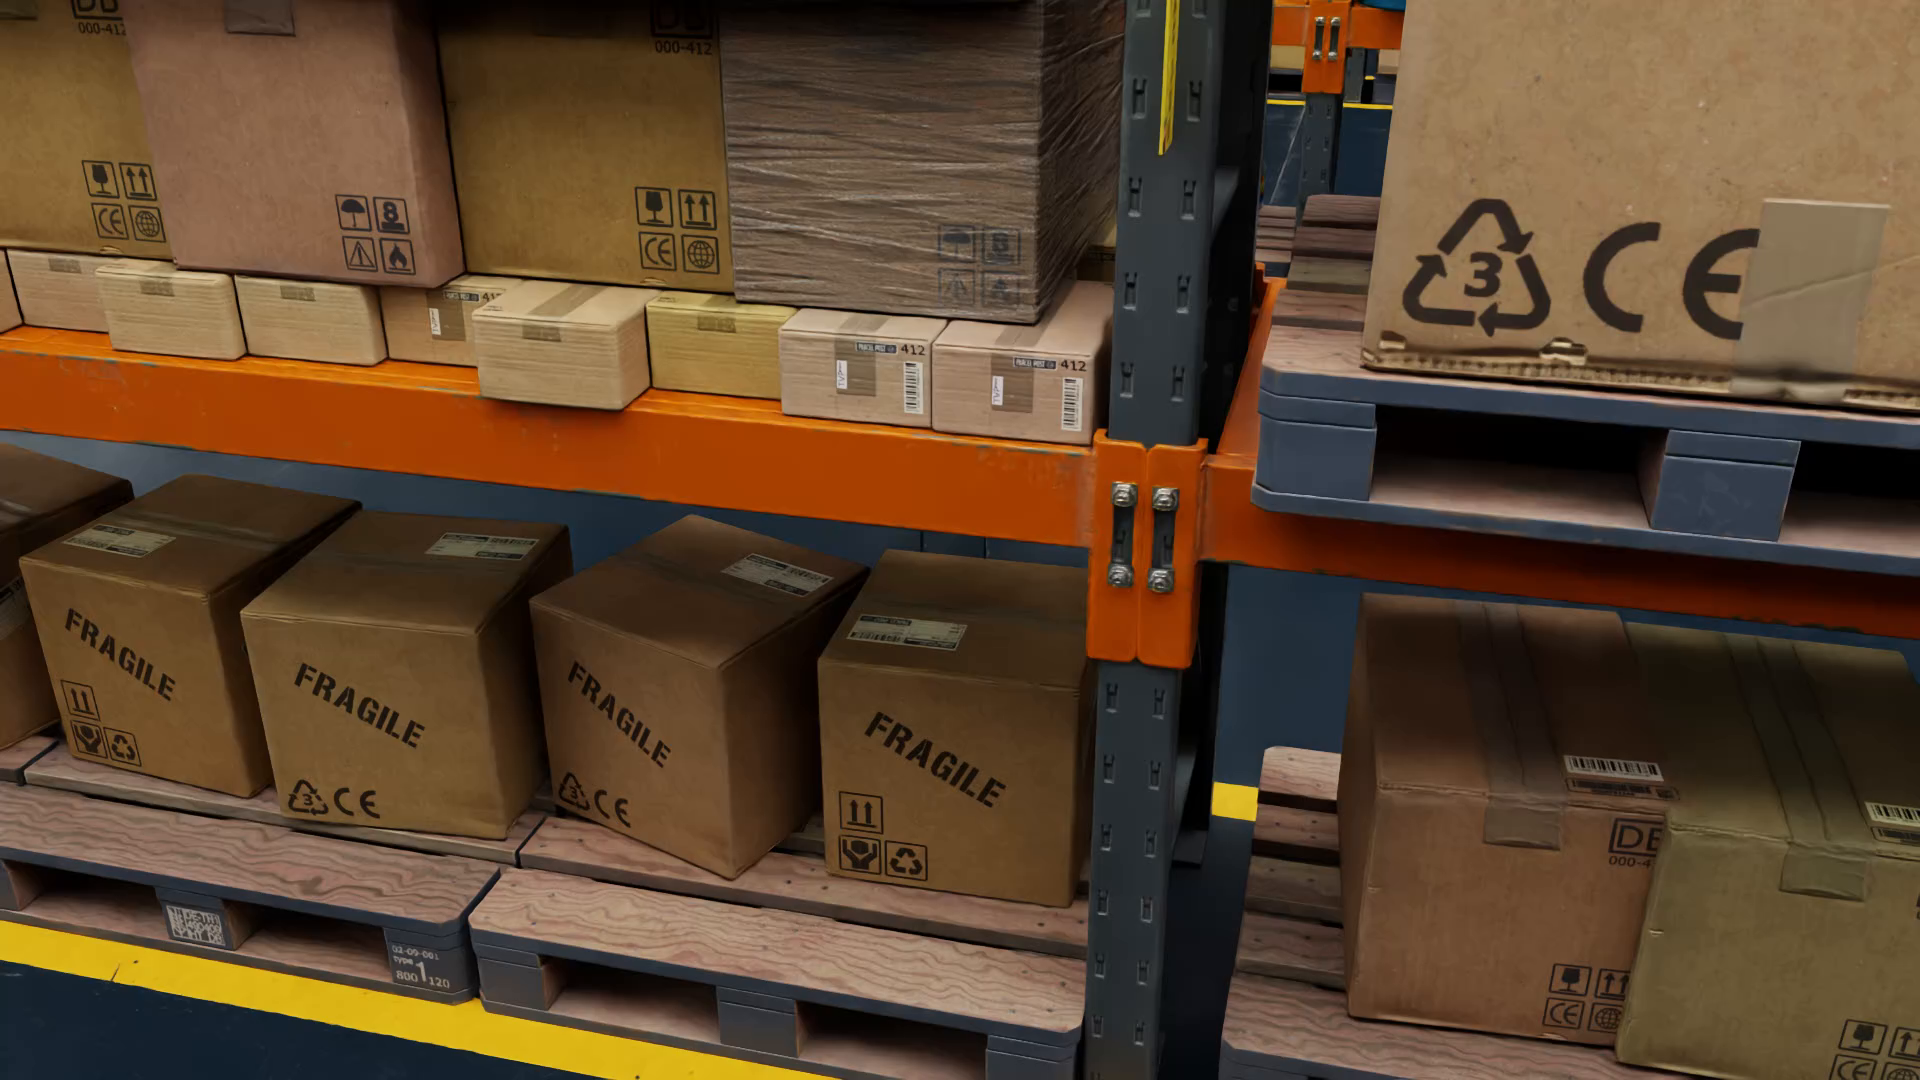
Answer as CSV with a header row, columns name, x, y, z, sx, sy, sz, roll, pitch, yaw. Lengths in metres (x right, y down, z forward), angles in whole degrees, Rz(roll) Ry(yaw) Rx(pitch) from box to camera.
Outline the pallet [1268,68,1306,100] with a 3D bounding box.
name,x,y,z,sx,sy,sz,roll,pitch,yaw
pallet,2.116,-3.478,12.309,1.213,0.211,1.003,6,26,13

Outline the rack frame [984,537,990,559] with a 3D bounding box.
name,x,y,z,sx,sy,sz,roll,pitch,yaw
rack frame,0.106,-0.395,5.032,0.006,0.900,0.240,6,26,13

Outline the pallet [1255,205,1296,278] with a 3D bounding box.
name,x,y,z,sx,sy,sz,roll,pitch,yaw
pallet,0.999,-1.402,7.950,1.213,0.211,1.003,6,26,13

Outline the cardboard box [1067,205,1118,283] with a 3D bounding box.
name,x,y,z,sx,sy,sz,roll,pitch,yaw
cardboard box,0.272,-0.545,3.198,0.250,0.149,0.380,6,26,13

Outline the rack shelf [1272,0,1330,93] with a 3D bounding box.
name,x,y,z,sx,sy,sz,roll,pitch,yaw
rack shelf,-0.298,-2.462,7.768,4.000,0.370,1.077,6,26,13

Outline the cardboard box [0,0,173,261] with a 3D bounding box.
name,x,y,z,sx,sy,sz,roll,pitch,yaw
cardboard box,-1.474,-0.914,3.218,0.500,0.500,0.875,6,26,13

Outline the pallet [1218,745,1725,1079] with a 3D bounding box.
name,x,y,z,sx,sy,sz,roll,pitch,yaw
pallet,1.160,0.831,3.258,1.213,0.211,1.003,6,26,13

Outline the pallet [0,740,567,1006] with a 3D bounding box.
name,x,y,z,sx,sy,sz,roll,pitch,yaw
pallet,-1.439,0.562,3.824,1.213,0.211,1.003,6,26,13

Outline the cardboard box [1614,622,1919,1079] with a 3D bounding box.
name,x,y,z,sx,sy,sz,roll,pitch,yaw
cardboard box,1.452,0.553,2.994,0.500,0.500,0.700,6,26,13

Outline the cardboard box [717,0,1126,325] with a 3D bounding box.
name,x,y,z,sx,sy,sz,roll,pitch,yaw
cardboard box,-0.015,-0.764,2.902,0.500,0.500,0.875,6,26,13

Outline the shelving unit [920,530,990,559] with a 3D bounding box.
name,x,y,z,sx,sy,sz,roll,pitch,yaw
shelving unit,0.008,-0.405,5.055,0.210,0.900,0.258,6,26,13

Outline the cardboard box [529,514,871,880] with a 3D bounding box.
name,x,y,z,sx,sy,sz,roll,pitch,yaw
cardboard box,-0.529,0.311,3.526,0.500,0.500,0.500,15,30,29

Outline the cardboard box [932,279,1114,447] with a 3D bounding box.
name,x,y,z,sx,sy,sz,roll,pitch,yaw
cardboard box,0.124,-0.297,2.678,0.250,0.149,0.380,6,26,13

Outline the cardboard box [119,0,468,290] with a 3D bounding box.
name,x,y,z,sx,sy,sz,roll,pitch,yaw
cardboard box,-1.000,-0.843,3.070,0.500,0.500,0.875,6,26,13

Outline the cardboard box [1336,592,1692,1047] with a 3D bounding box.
name,x,y,z,sx,sy,sz,roll,pitch,yaw
cardboard box,0.994,0.494,3.118,0.500,0.500,0.700,4,26,9

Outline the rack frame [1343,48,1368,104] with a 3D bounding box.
name,x,y,z,sx,sy,sz,roll,pitch,yaw
rack frame,2.876,-4.634,11.494,0.127,3.000,1.000,6,26,13

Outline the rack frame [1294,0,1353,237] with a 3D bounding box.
name,x,y,z,sx,sy,sz,roll,pitch,yaw
rack frame,1.639,-2.572,7.163,0.127,3.000,1.000,6,26,13

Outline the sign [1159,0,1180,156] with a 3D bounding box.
name,x,y,z,sx,sy,sz,roll,pitch,yaw
sign,0.277,-0.674,2.170,0.005,0.325,0.100,6,26,13

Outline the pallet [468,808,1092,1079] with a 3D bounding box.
name,x,y,z,sx,sy,sz,roll,pitch,yaw
pallet,-0.254,0.692,3.552,1.213,0.211,1.003,6,26,13

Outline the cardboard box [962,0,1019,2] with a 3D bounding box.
name,x,y,z,sx,sy,sz,roll,pitch,yaw
cardboard box,-0.099,-1.075,2.392,0.500,0.500,0.500,6,26,13

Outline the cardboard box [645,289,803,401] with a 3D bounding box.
name,x,y,z,sx,sy,sz,roll,pitch,yaw
cardboard box,-0.343,-0.380,2.851,0.250,0.149,0.380,6,26,13

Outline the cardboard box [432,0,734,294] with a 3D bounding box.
name,x,y,z,sx,sy,sz,roll,pitch,yaw
cardboard box,-0.491,-0.832,3.045,0.500,0.500,0.875,6,26,13

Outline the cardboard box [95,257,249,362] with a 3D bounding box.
name,x,y,z,sx,sy,sz,roll,pitch,yaw
cardboard box,-1.325,-0.464,3.028,0.250,0.149,0.380,6,26,13

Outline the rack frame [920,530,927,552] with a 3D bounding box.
name,x,y,z,sx,sy,sz,roll,pitch,yaw
rack frame,-0.091,-0.416,5.078,0.006,0.900,0.240,6,26,13

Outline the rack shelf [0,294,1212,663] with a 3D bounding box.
name,x,y,z,sx,sy,sz,roll,pitch,yaw
rack shelf,-1.532,-0.400,3.437,4.000,0.370,1.077,6,26,13

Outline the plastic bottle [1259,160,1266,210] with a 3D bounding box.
name,x,y,z,sx,sy,sz,roll,pitch,yaw
plastic bottle,1.439,-1.756,8.110,0.097,0.271,0.097,0,25,0

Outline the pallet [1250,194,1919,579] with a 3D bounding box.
name,x,y,z,sx,sy,sz,roll,pitch,yaw
pallet,1.109,-0.281,2.574,1.213,0.211,1.003,6,26,13

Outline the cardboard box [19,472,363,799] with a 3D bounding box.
name,x,y,z,sx,sy,sz,roll,pitch,yaw
cardboard box,-1.679,0.199,3.762,0.500,0.500,0.500,9,27,18

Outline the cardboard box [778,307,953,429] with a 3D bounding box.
name,x,y,z,sx,sy,sz,roll,pitch,yaw
cardboard box,-0.116,-0.328,2.742,0.250,0.149,0.380,6,26,13

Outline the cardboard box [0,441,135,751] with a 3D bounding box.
name,x,y,z,sx,sy,sz,roll,pitch,yaw
cardboard box,-2.281,0.124,3.919,0.500,0.500,0.500,14,29,26

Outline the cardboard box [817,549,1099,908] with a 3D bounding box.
name,x,y,z,sx,sy,sz,roll,pitch,yaw
cardboard box,0.028,0.369,3.404,0.500,0.500,0.500,6,26,11

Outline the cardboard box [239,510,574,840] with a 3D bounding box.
name,x,y,z,sx,sy,sz,roll,pitch,yaw
cardboard box,-1.150,0.277,3.597,0.500,0.500,0.500,4,26,8

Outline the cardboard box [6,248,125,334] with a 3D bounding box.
name,x,y,z,sx,sy,sz,roll,pitch,yaw
cardboard box,-1.548,-0.523,3.151,0.250,0.149,0.380,6,26,13

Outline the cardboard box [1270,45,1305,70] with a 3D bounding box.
name,x,y,z,sx,sy,sz,roll,pitch,yaw
cardboard box,2.372,-3.541,11.908,0.500,0.250,0.500,6,26,13

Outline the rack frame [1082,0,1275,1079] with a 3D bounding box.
name,x,y,z,sx,sy,sz,roll,pitch,yaw
rack frame,0.405,-0.510,2.832,0.127,3.000,1.000,6,26,13

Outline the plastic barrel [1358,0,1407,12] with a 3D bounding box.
name,x,y,z,sx,sy,sz,roll,pitch,yaw
plastic barrel,1.937,-2.631,6.704,0.708,0.901,0.600,6,26,13

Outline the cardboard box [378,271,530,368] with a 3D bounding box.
name,x,y,z,sx,sy,sz,roll,pitch,yaw
cardboard box,-0.822,-0.442,2.981,0.250,0.149,0.380,6,26,13

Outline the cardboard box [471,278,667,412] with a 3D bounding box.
name,x,y,z,sx,sy,sz,roll,pitch,yaw
cardboard box,-0.613,-0.360,2.810,0.250,0.149,0.380,6,26,13

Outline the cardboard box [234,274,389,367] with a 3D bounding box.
name,x,y,z,sx,sy,sz,roll,pitch,yaw
cardboard box,-1.075,-0.452,3.002,0.250,0.149,0.380,6,26,13

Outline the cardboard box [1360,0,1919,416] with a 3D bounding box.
name,x,y,z,sx,sy,sz,roll,pitch,yaw
cardboard box,1.140,-0.827,2.312,1.000,1.000,1.000,6,26,13

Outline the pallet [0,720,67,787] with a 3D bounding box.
name,x,y,z,sx,sy,sz,roll,pitch,yaw
pallet,-2.617,0.430,4.101,1.213,0.211,1.003,6,26,13

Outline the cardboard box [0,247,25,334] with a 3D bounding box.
name,x,y,z,sx,sy,sz,roll,pitch,yaw
cardboard box,-1.824,-0.494,3.091,0.250,0.149,0.380,6,26,13

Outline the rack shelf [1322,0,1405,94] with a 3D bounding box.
name,x,y,z,sx,sy,sz,roll,pitch,yaw
rack shelf,3.576,-2.033,6.868,4.000,0.370,1.077,6,26,13

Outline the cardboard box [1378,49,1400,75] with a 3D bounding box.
name,x,y,z,sx,sy,sz,roll,pitch,yaw
cardboard box,3.205,-3.436,11.687,0.500,0.250,0.500,6,26,12

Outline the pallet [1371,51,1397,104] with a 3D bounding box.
name,x,y,z,sx,sy,sz,roll,pitch,yaw
pallet,3.599,-3.312,11.962,1.213,0.211,1.003,6,26,13

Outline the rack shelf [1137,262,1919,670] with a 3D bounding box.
name,x,y,z,sx,sy,sz,roll,pitch,yaw
rack shelf,2.342,0.029,2.537,4.000,0.370,1.077,6,26,13
